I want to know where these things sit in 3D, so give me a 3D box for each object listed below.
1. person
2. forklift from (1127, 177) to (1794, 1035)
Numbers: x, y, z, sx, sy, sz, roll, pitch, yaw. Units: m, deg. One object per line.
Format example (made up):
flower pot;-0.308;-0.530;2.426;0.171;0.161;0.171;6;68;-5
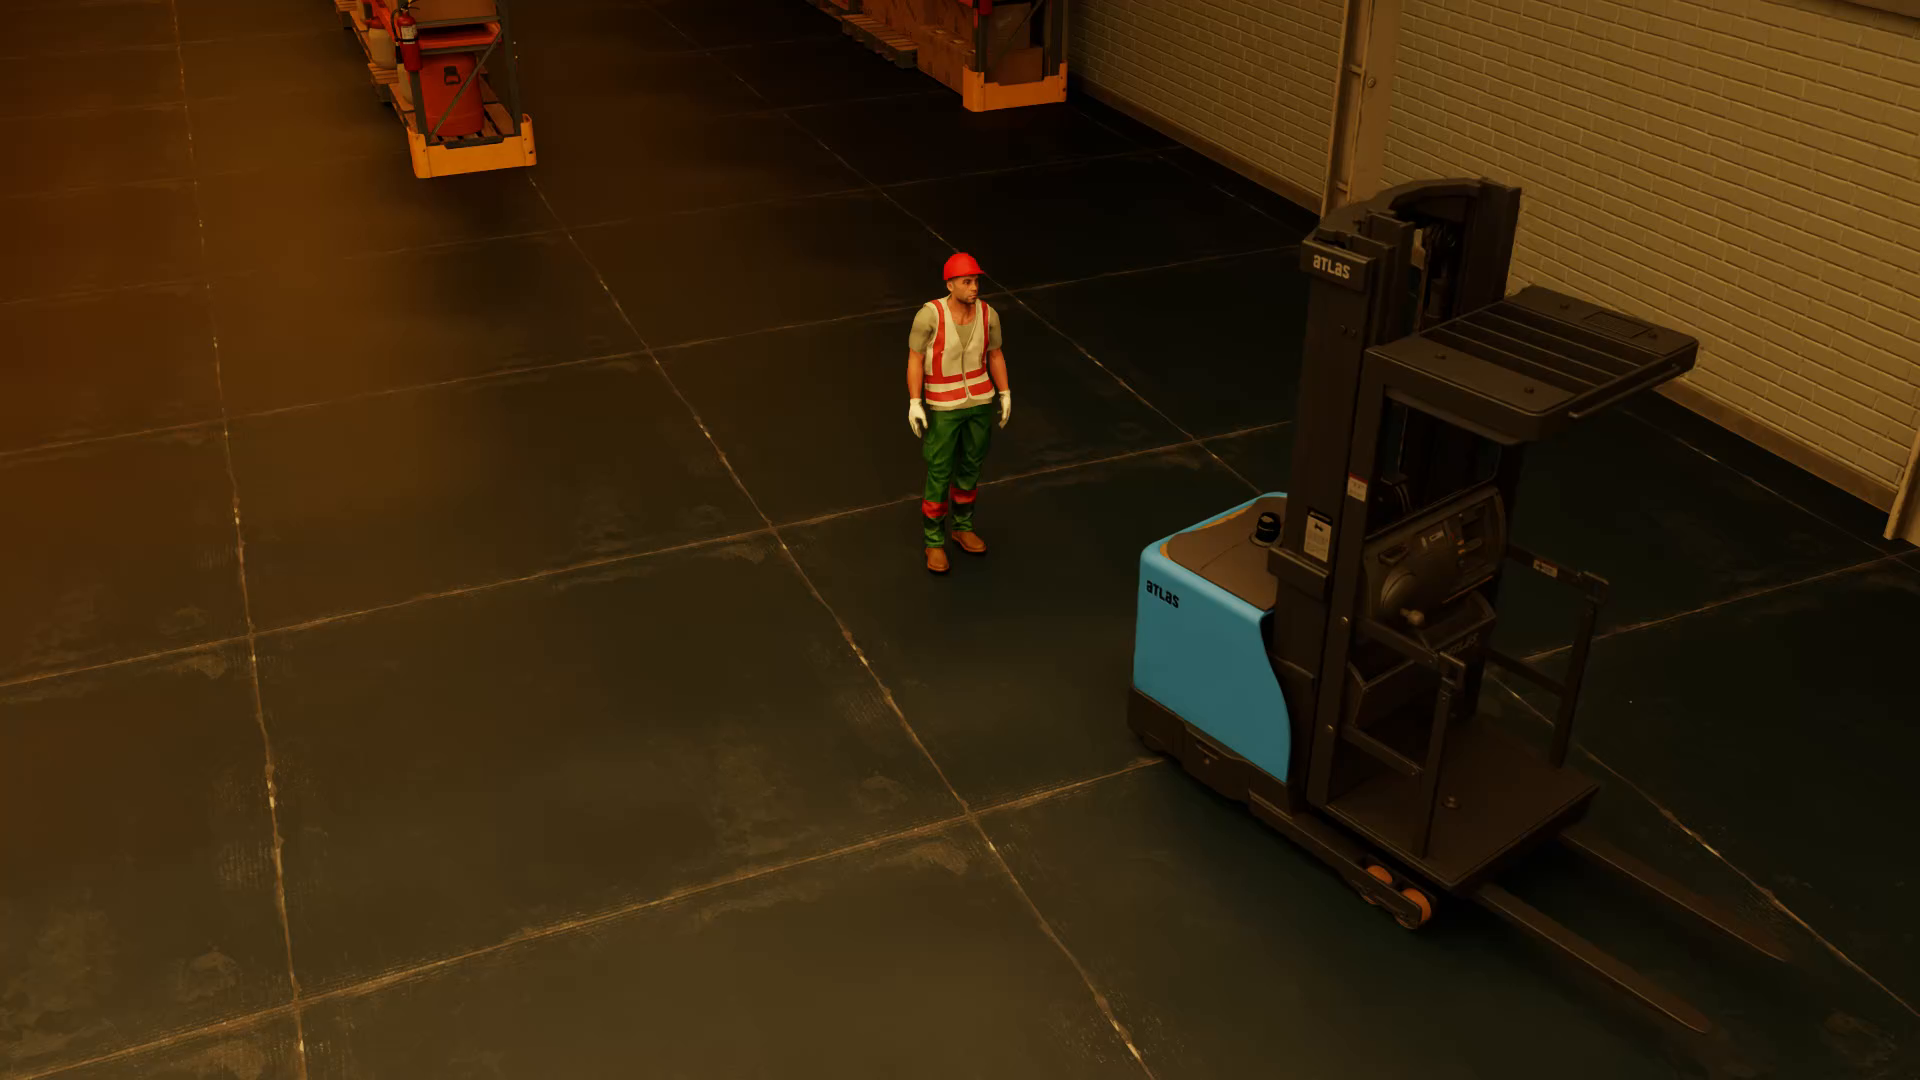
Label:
person;0.021;-0.744;9.556;0.637;1.790;0.562;-12;32;-20
forklift;2.153;0.115;6.919;1.130;2.935;3.031;-22;36;-33
